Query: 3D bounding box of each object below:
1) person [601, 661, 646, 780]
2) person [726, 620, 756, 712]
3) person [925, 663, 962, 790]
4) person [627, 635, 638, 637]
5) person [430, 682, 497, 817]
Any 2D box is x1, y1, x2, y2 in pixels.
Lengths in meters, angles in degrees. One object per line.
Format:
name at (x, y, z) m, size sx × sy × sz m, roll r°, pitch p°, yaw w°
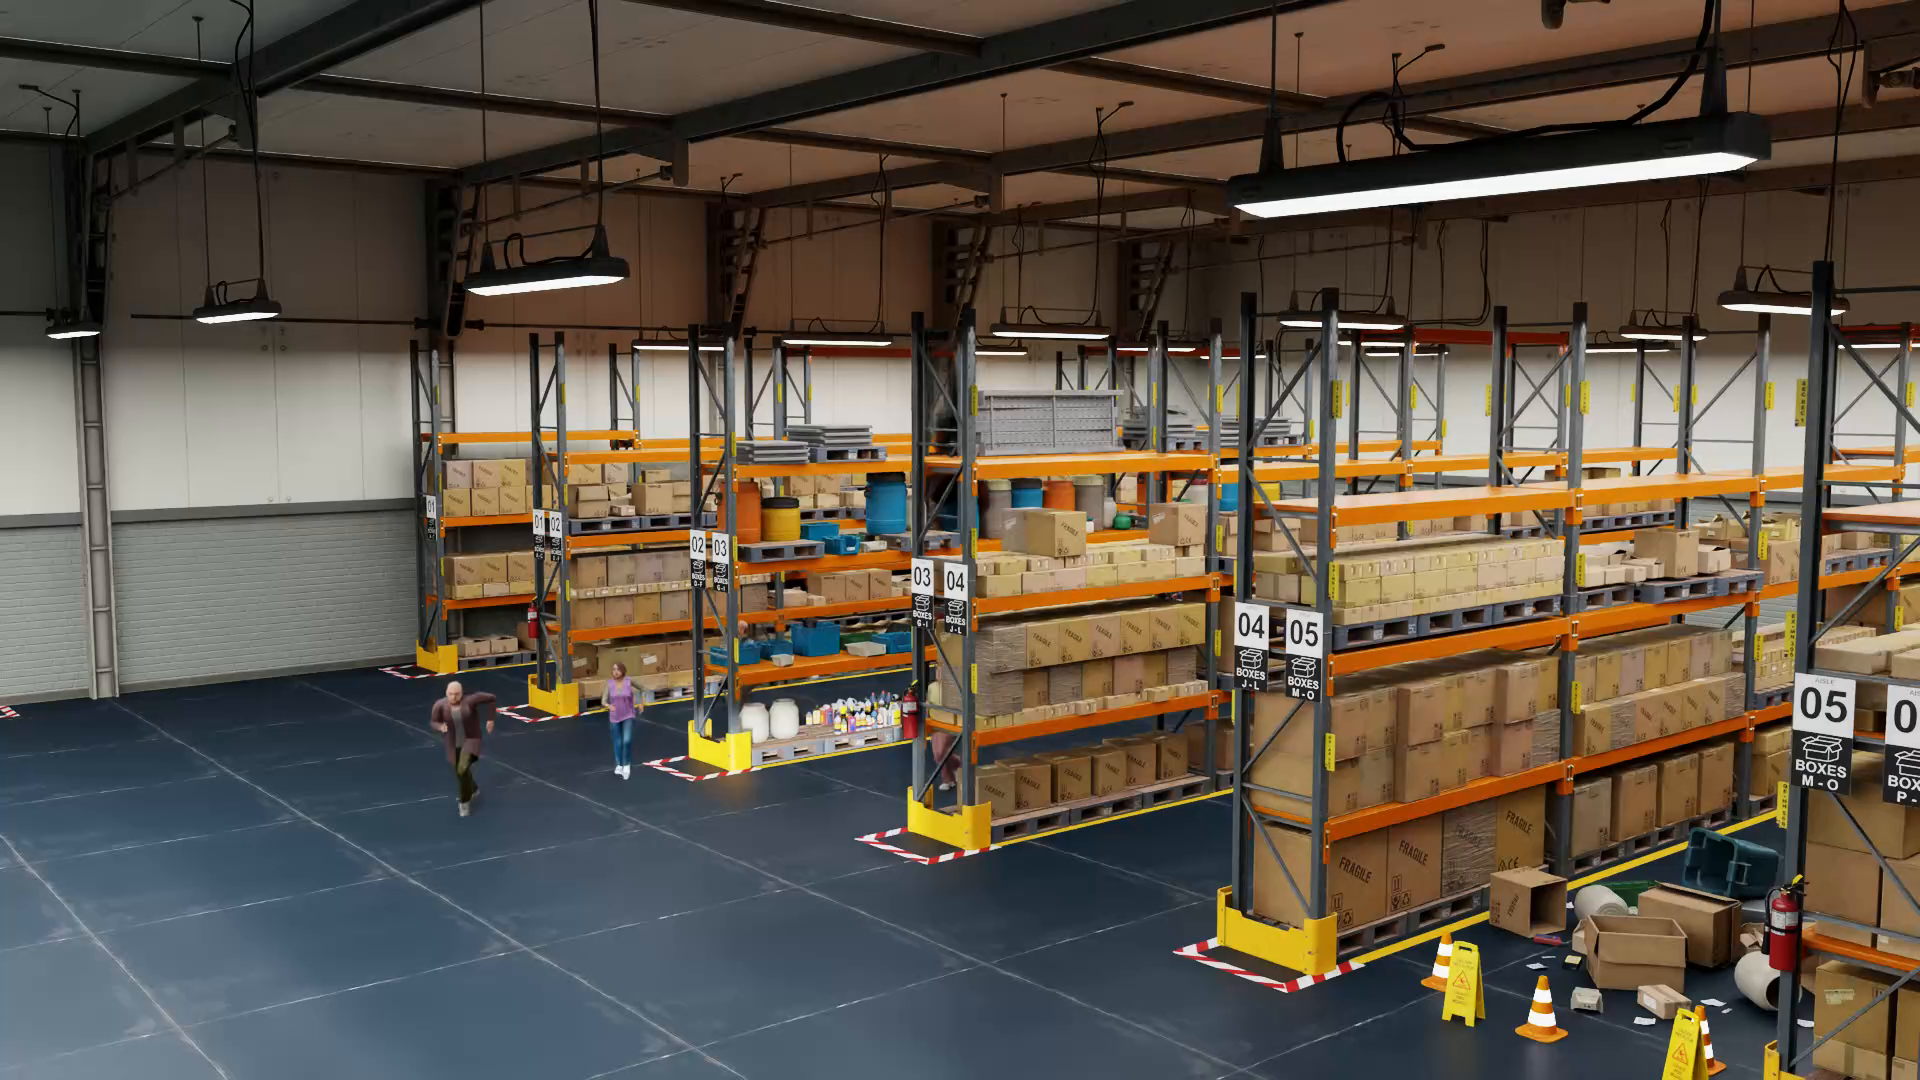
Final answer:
person at (-4.403, 2.351, 21.744) m, size 0.546 × 1.560 × 0.794 m, roll 0°, pitch 5°, yaw -2°
person at (-3.256, 2.036, 24.794) m, size 0.607 × 1.693 × 0.651 m, roll -4°, pitch 7°, yaw -37°
person at (-0.229, 2.384, 21.322) m, size 0.569 × 1.642 × 0.562 m, roll 3°, pitch 6°, yaw 29°
person at (-5.703, 1.635, 29.493) m, size 0.572 × 1.630 × 0.565 m, roll -4°, pitch 7°, yaw -39°
person at (-5.987, 2.501, 20.128) m, size 0.748 × 1.704 × 1.058 m, roll 0°, pitch 5°, yaw -2°
